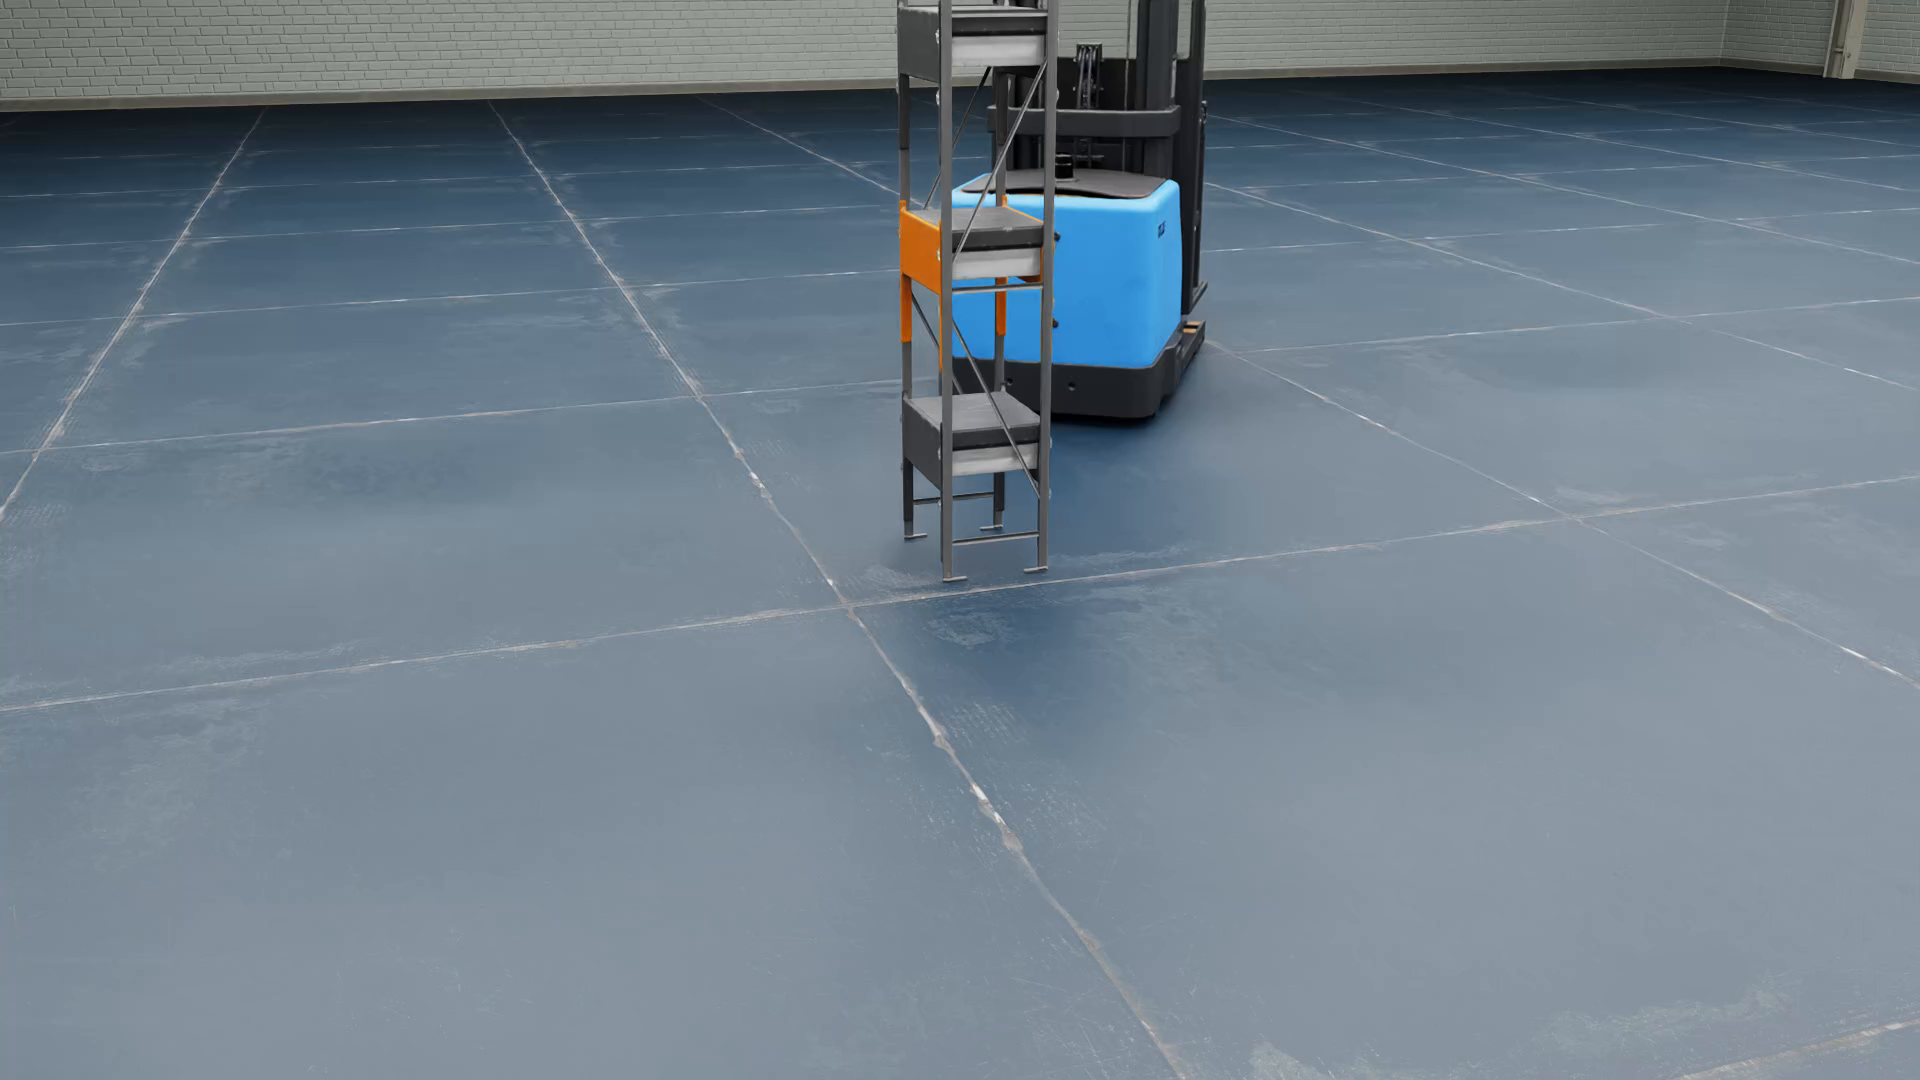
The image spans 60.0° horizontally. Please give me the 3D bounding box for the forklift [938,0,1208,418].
[{"bbox_3d":[0.767,-2.414,8.802,1.130,2.935,3.031,5,20,14],"label":"forklift"}]

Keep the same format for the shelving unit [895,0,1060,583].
[{"bbox_3d":[0.052,-0.935,5.914,0.431,2.100,0.503,-6,21,-17],"label":"shelving unit"}]

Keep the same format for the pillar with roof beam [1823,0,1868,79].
[{"bbox_3d":[10.928,-11.679,25.620,9.100,9.000,0.400,-6,21,-17],"label":"pillar with roof beam"}]

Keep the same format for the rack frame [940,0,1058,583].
[{"bbox_3d":[0.129,-0.857,5.696,0.400,2.100,0.015,-6,21,-17],"label":"rack frame"}]

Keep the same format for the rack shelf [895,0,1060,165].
[{"bbox_3d":[0.052,-1.581,5.682,0.431,0.518,0.480,-6,21,-17],"label":"rack shelf"}]

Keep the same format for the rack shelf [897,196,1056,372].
[{"bbox_3d":[0.052,-0.922,5.918,0.431,0.518,0.480,-6,21,-17],"label":"rack shelf"}]

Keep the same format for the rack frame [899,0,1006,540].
[{"bbox_3d":[-0.025,-1.013,6.132,0.400,2.100,0.015,-6,21,-17],"label":"rack frame"}]

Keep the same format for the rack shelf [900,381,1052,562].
[{"bbox_3d":[0.052,-0.263,6.155,0.431,0.518,0.480,-6,21,-17],"label":"rack shelf"}]
